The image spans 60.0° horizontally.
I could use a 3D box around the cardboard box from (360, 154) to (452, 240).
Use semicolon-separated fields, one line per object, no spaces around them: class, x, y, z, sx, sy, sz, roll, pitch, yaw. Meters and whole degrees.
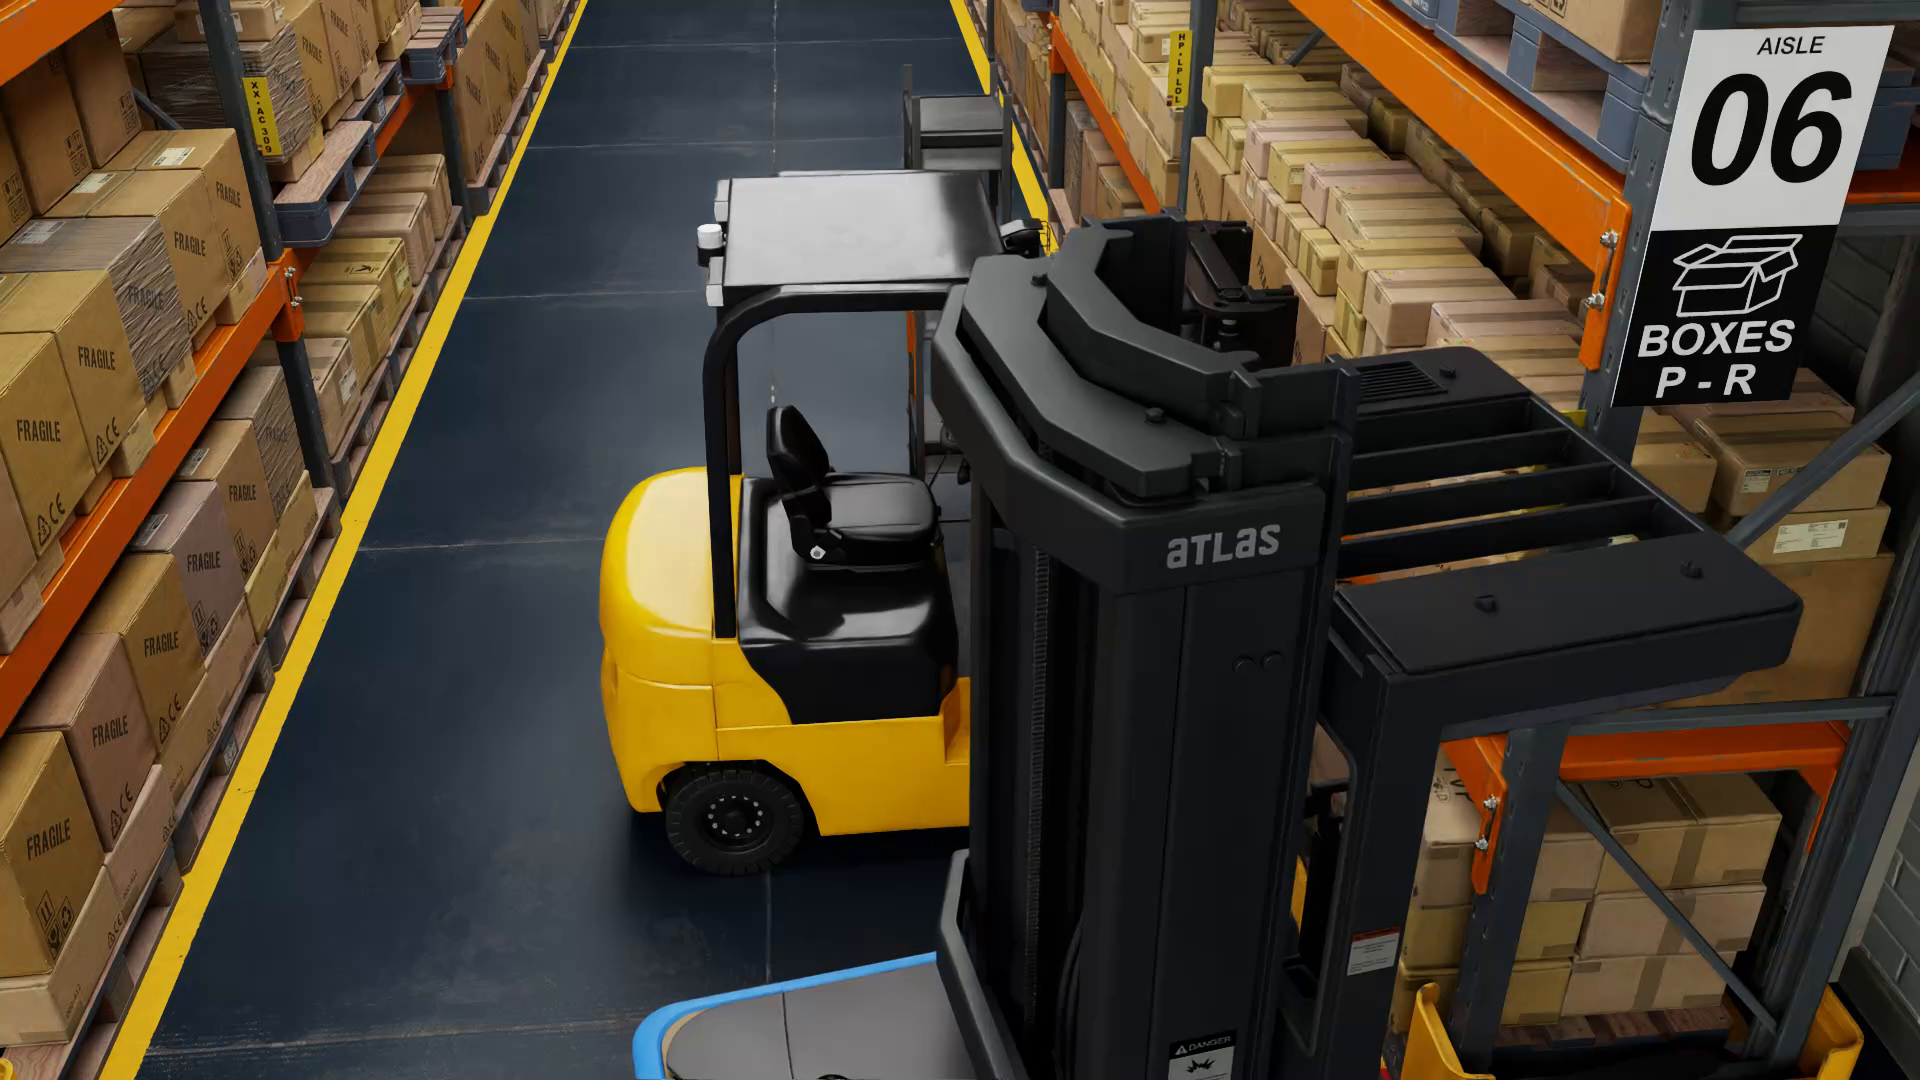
cardboard box;-3.783;-2.168;10.608;0.950;0.372;0.625;-5;31;-8

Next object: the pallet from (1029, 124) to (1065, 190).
pallet;1.084;-2.831;12.283;1.003;0.211;1.213;-3;31;-5

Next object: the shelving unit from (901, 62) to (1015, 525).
shelving unit;-0.015;-0.986;7.353;0.431;2.100;0.503;-3;31;-5

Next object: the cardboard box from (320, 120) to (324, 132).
cardboard box;-3.306;-2.002;8.011;0.380;0.149;0.250;-1;31;-1

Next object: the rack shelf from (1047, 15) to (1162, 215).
rack shelf;1.303;-2.315;9.402;1.077;0.370;4.000;-3;31;-5

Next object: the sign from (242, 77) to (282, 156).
sign;-2.912;-1.764;6.935;0.100;0.325;0.005;-3;31;-5

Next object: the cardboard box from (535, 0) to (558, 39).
cardboard box;-4.151;-4.853;15.039;0.875;0.438;0.875;-3;31;-5

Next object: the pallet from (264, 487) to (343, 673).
pallet;-3.354;0.175;7.250;1.003;0.211;1.213;-3;31;-5

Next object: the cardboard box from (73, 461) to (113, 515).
cardboard box;-3.001;-0.194;5.395;0.380;0.149;0.250;-4;31;-6

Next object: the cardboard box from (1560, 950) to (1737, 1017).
cardboard box;2.012;1.180;5.122;0.500;0.250;0.500;-3;31;-4

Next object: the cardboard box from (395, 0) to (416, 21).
cardboard box;-3.447;-3.274;9.509;0.500;0.500;0.500;-3;31;-5

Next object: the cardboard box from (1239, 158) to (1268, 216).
cardboard box;1.285;-1.355;6.364;0.380;0.149;0.250;-2;31;-3

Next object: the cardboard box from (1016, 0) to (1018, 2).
cardboard box;0.649;-4.609;13.936;0.380;0.149;0.250;-4;31;-7

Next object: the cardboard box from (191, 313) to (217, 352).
cardboard box;-3.142;-0.842;6.479;0.380;0.149;0.250;-3;31;-4

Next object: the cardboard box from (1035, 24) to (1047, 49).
cardboard box;0.777;-3.809;12.598;0.380;0.149;0.250;-3;31;-5

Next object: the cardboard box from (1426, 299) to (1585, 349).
cardboard box;1.565;-0.570;4.758;0.380;0.149;0.250;-3;31;-4

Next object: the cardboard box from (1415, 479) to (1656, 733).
cardboard box;1.556;0.158;4.463;0.500;0.500;0.500;-3;31;-6

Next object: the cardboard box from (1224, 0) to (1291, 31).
cardboard box;1.604;-2.767;8.727;0.380;0.149;0.250;-3;31;-5

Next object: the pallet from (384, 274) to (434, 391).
pallet;-3.643;-1.187;9.532;1.003;0.211;1.213;-3;31;-5

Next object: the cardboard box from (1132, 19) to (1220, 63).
cardboard box;1.067;-2.474;8.237;0.380;0.149;0.250;-4;31;-6

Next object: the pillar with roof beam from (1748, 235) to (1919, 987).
pillar with roof beam;-1.591;-2.328;2.873;9.100;9.000;0.400;-3;31;-5

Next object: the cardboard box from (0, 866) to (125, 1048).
cardboard box;-2.878;1.254;4.997;0.500;0.250;0.500;-3;31;-5

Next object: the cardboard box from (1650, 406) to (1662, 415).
cardboard box;2.015;-0.461;4.576;0.380;0.149;0.250;-2;31;-4

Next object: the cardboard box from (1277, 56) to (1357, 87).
cardboard box;1.670;-2.114;7.633;0.380;0.149;0.250;-3;31;-6

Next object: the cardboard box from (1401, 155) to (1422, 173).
cardboard box;1.912;-1.380;6.405;0.380;0.149;0.250;-3;31;-4

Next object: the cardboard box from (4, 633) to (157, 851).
cardboard box;-2.934;0.654;5.271;0.500;0.500;0.500;-4;31;-6

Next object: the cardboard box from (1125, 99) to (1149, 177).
cardboard box;1.130;-2.039;8.385;0.500;0.250;0.500;-3;31;-5

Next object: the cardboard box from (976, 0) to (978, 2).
cardboard box;0.469;-5.551;16.147;0.700;0.500;0.500;-4;31;-6

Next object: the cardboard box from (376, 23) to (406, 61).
cardboard box;-3.340;-2.793;9.336;0.380;0.149;0.250;-2;31;-4

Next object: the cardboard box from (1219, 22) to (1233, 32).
cardboard box;1.624;-2.544;8.742;0.500;0.250;0.500;-3;31;-6

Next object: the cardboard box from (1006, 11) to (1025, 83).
cardboard box;0.665;-4.010;13.566;0.500;0.500;0.500;-4;31;-6

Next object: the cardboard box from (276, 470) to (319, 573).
cardboard box;-3.129;-0.074;7.220;0.500;0.250;0.500;-1;31;-2

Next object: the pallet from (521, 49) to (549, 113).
pallet;-4.052;-3.860;14.006;1.003;0.211;1.213;-3;31;-5

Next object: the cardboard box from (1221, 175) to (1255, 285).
cardboard box;1.336;-1.141;6.638;0.500;0.500;0.500;-2;31;-4

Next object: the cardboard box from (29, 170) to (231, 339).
cardboard box;-3.108;-1.056;6.205;0.500;0.500;0.500;-2;31;-3

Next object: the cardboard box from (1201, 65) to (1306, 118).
cardboard box;1.224;-1.875;6.943;0.380;0.149;0.250;-2;31;-4

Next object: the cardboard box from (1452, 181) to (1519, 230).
cardboard box;1.900;-1.117;5.675;0.380;0.149;0.250;-2;31;-3

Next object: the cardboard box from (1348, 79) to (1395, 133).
cardboard box;1.802;-1.773;6.773;0.380;0.149;0.250;-4;31;-6

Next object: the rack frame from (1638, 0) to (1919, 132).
rack frame;1.863;-2.136;2.550;1.000;3.000;0.127;-3;31;-5

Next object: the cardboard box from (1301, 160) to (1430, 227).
cardboard box;1.423;-1.221;5.849;0.380;0.149;0.250;-3;31;-5

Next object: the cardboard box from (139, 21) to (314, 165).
cardboard box;-3.210;-1.967;7.321;0.500;0.500;0.500;-2;31;-3

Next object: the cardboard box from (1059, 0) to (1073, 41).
cardboard box;0.914;-3.342;10.566;0.500;0.250;0.500;-3;31;-4

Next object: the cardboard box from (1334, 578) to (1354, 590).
cardboard box;1.399;0.273;5.665;0.500;0.250;0.500;-2;31;-4

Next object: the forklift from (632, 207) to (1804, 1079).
forklift;0.809;0.786;3.576;3.031;2.935;1.130;-8;32;-13

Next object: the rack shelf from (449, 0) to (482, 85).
rack shelf;-4.013;-4.117;12.420;1.077;0.370;4.000;-3;31;-5

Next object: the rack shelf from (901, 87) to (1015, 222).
rack shelf;-0.015;-1.575;7.001;0.431;0.518;0.480;-3;31;-5

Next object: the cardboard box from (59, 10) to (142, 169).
cardboard box;-3.627;-1.728;6.355;0.700;0.500;0.500;-3;31;-5

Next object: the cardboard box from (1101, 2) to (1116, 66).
cardboard box;1.064;-2.773;9.127;0.500;0.250;0.500;-2;31;-4

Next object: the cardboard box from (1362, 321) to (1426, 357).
cardboard box;1.451;-0.571;5.051;0.380;0.149;0.250;-4;31;-6

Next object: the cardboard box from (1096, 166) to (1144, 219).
cardboard box;1.293;-1.810;9.761;0.875;0.625;0.625;-4;31;-7
